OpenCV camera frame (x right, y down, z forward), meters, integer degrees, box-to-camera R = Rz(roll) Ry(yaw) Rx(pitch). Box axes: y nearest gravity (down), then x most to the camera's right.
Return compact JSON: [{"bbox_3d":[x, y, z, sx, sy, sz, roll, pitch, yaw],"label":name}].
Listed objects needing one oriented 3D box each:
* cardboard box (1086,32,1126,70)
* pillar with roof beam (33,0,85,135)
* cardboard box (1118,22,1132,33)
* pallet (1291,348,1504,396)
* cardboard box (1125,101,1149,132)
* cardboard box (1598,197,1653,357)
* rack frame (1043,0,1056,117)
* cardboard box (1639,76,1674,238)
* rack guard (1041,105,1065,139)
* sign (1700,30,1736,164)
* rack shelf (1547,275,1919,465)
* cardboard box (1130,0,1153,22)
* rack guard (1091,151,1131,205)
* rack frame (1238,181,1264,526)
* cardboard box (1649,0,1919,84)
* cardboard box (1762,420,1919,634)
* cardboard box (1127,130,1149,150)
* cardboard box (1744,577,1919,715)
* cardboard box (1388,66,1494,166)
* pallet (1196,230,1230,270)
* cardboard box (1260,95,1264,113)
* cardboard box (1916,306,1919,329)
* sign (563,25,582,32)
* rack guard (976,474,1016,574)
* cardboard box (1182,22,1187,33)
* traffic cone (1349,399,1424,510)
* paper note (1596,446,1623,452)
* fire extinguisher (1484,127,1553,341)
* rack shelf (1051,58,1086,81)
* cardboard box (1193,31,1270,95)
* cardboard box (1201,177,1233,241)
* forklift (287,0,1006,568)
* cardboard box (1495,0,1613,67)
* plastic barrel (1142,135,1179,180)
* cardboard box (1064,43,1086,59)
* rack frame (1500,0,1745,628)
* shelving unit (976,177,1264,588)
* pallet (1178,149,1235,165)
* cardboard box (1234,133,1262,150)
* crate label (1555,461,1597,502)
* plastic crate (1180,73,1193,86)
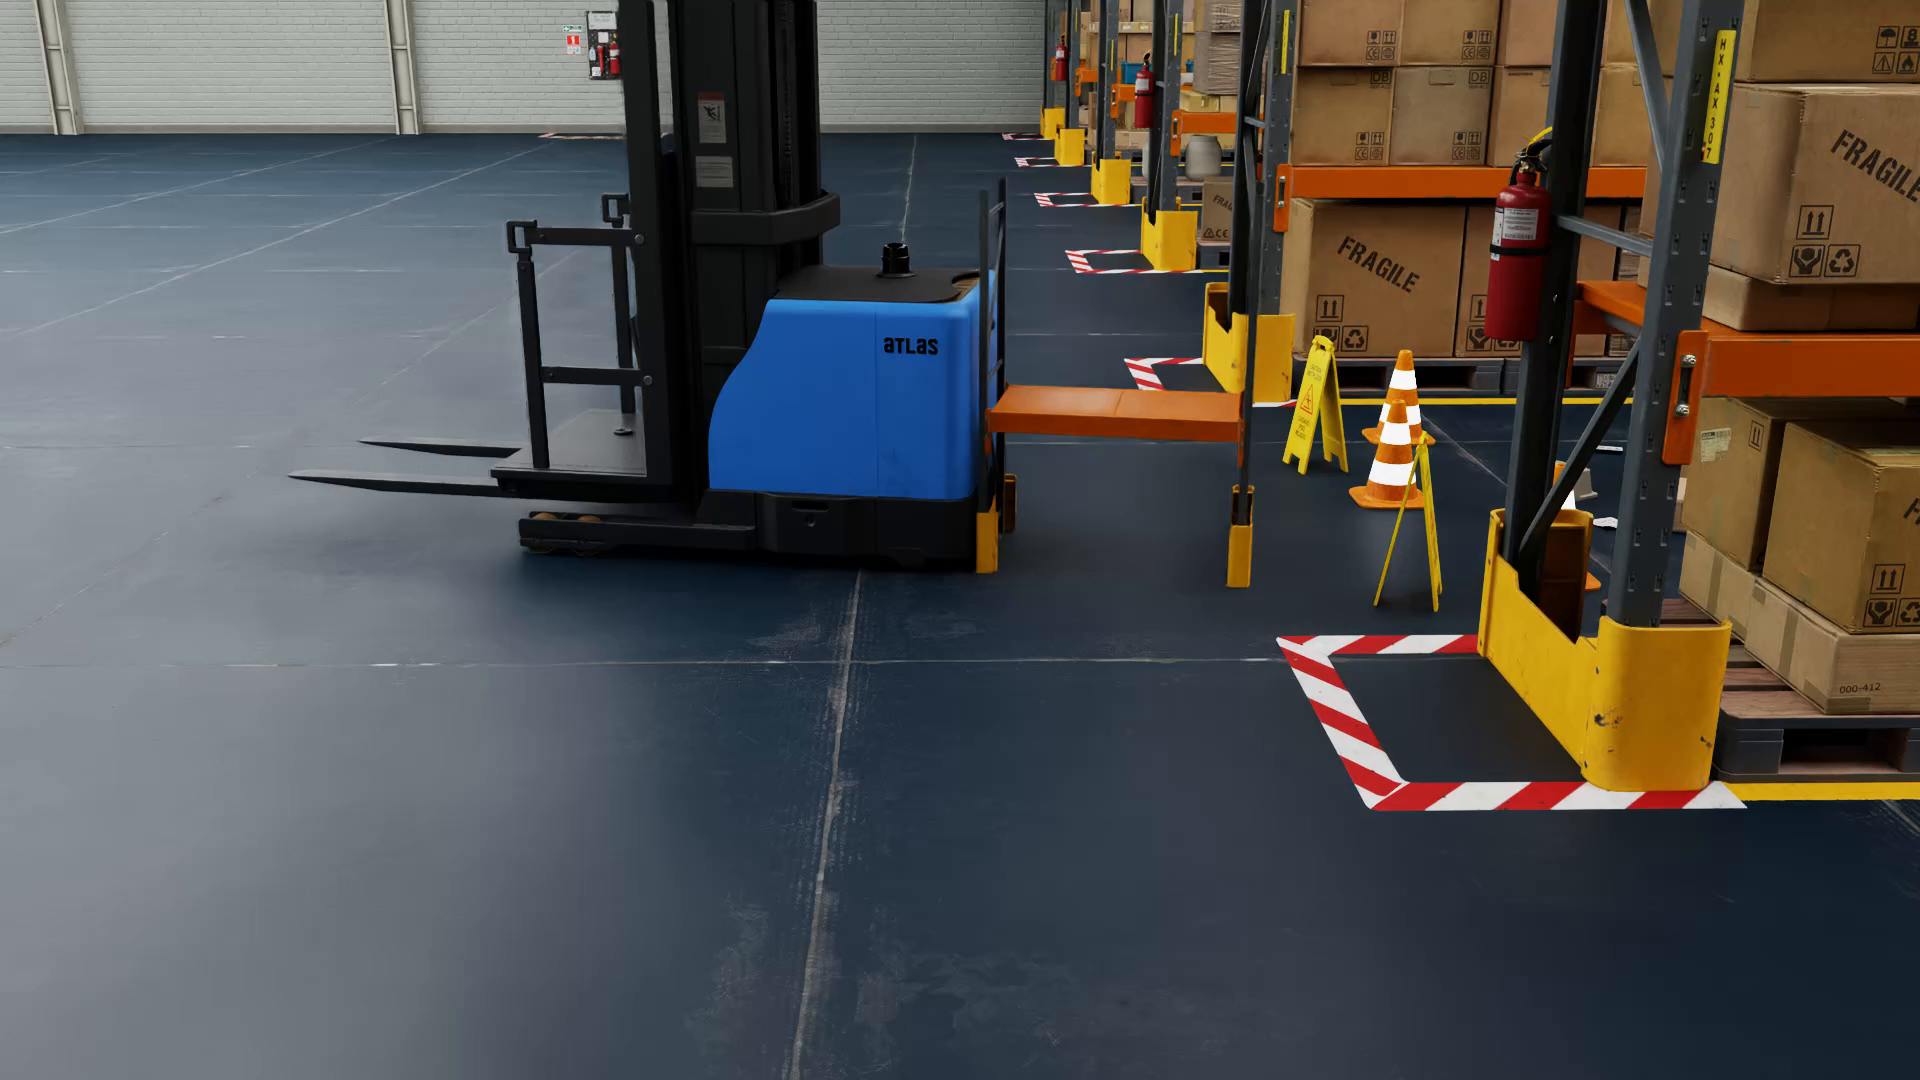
[{"bbox_3d":[2.079,-6.980,23.732,0.500,0.500,0.700,0,18,-1],"label":"cardboard box"},{"bbox_3d":[-15.713,-10.170,24.017,0.400,9.000,9.100,0,18,-1],"label":"pillar with roof beam"},{"bbox_3d":[2.272,-7.229,23.445,0.250,0.149,0.380,-1,18,-2],"label":"cardboard box"},{"bbox_3d":[2.540,-1.093,10.109,1.213,0.211,1.003,0,18,-1],"label":"pallet"},{"bbox_3d":[2.652,-6.119,23.799,0.500,0.500,0.500,0,18,-1],"label":"cardboard box"},{"bbox_3d":[4.210,-1.613,9.957,0.875,0.875,0.875,0,18,0],"label":"cardboard box"},{"bbox_3d":[1.530,-8.447,28.469,0.127,3.000,1.000,0,18,-1],"label":"rack frame"},{"bbox_3d":[2.459,-1.158,5.095,0.500,0.500,0.500,-1,18,-2],"label":"cardboard box"},{"bbox_3d":[1.606,-7.257,28.852,0.348,0.500,1.175,0,18,-1],"label":"rack guard"},{"bbox_3d":[1.930,-1.128,4.237,0.005,0.325,0.100,0,18,-1],"label":"sign"},{"bbox_3d":[3.921,-0.549,5.025,4.000,0.370,1.077,0,18,-1],"label":"rack shelf"},{"bbox_3d":[2.658,-7.602,23.548,0.500,0.500,0.700,-1,18,-2],"label":"cardboard box"},{"bbox_3d":[1.762,-4.246,19.464,0.348,0.500,1.175,0,18,-1],"label":"rack guard"},{"bbox_3d":[1.134,-0.616,6.513,0.032,1.500,0.500,3,18,9],"label":"rack frame"},{"bbox_3d":[2.428,-1.616,4.888,0.500,0.500,0.700,-1,18,-2],"label":"cardboard box"},{"bbox_3d":[2.756,-0.049,4.877,0.500,0.500,0.500,-1,18,-3],"label":"cardboard box"},{"bbox_3d":[2.652,-5.763,23.916,0.500,0.250,0.500,0,18,-1],"label":"cardboard box"},{"bbox_3d":[2.732,0.308,4.990,0.500,0.250,0.500,0,18,-1],"label":"cardboard box"},{"bbox_3d":[2.662,-2.489,9.652,0.550,0.550,0.875,0,18,-1],"label":"cardboard box"},{"bbox_3d":[2.653,-2.574,14.726,1.213,0.211,1.003,0,18,-1],"label":"pallet"},{"bbox_3d":[2.554,-3.709,14.111,0.250,0.149,0.380,0,18,-1],"label":"cardboard box"},{"bbox_3d":[2.783,-0.683,4.676,0.250,0.149,0.380,-1,18,-3],"label":"cardboard box"},{"bbox_3d":[-6.804,-8.981,29.207,0.331,0.109,0.001,0,18,-1],"label":"sign"},{"bbox_3d":[0.151,-0.074,6.868,0.087,0.250,0.587,3,18,9],"label":"rack guard"},{"bbox_3d":[3.040,-7.232,23.456,0.250,0.149,0.380,-1,18,-3],"label":"cardboard box"},{"bbox_3d":[1.973,-0.407,7.559,0.334,0.463,0.336,0,18,-1],"label":"traffic cone"},{"bbox_3d":[3.295,-0.467,8.457,0.142,0.017,0.144,6,19,18],"label":"paper note"},{"bbox_3d":[1.799,-0.985,5.334,0.183,0.674,0.296,0,18,-1],"label":"fire extinguisher"},{"bbox_3d":[3.530,-8.114,28.609,4.000,0.370,1.077,0,18,-1],"label":"rack shelf"},{"bbox_3d":[2.315,-4.092,14.242,0.500,0.500,0.875,0,18,-1],"label":"cardboard box"},{"bbox_3d":[2.389,-2.916,14.632,0.500,0.500,0.500,3,18,9],"label":"cardboard box"},{"bbox_3d":[-1.361,-1.482,6.870,3.031,2.935,1.130,3,18,9],"label":"forklift"},{"bbox_3d":[3.224,-2.961,9.353,0.550,0.550,0.875,0,18,-1],"label":"cardboard box"},{"bbox_3d":[2.343,-4.463,19.435,0.421,0.512,0.421,0,18,0],"label":"plastic barrel"},{"bbox_3d":[2.023,-8.290,28.194,0.500,0.250,0.500,-1,18,-2],"label":"cardboard box"},{"bbox_3d":[1.921,-0.882,4.886,0.127,3.000,1.000,0,18,-1],"label":"rack frame"},{"bbox_3d":[0.642,-0.643,6.595,1.083,1.500,0.587,3,18,9],"label":"shelving unit"},{"bbox_3d":[3.593,-5.628,24.245,1.213,0.211,1.003,0,18,-1],"label":"pallet"},{"bbox_3d":[4.151,-5.769,23.934,0.500,0.250,0.500,0,18,-1],"label":"cardboard box"},{"bbox_3d":[2.758,-0.275,7.680,0.298,0.136,0.250,-10,20,-29],"label":"crate label"},{"bbox_3d":[2.586,-5.202,18.784,0.250,0.136,0.298,0,18,-1],"label":"plastic crate"}]
